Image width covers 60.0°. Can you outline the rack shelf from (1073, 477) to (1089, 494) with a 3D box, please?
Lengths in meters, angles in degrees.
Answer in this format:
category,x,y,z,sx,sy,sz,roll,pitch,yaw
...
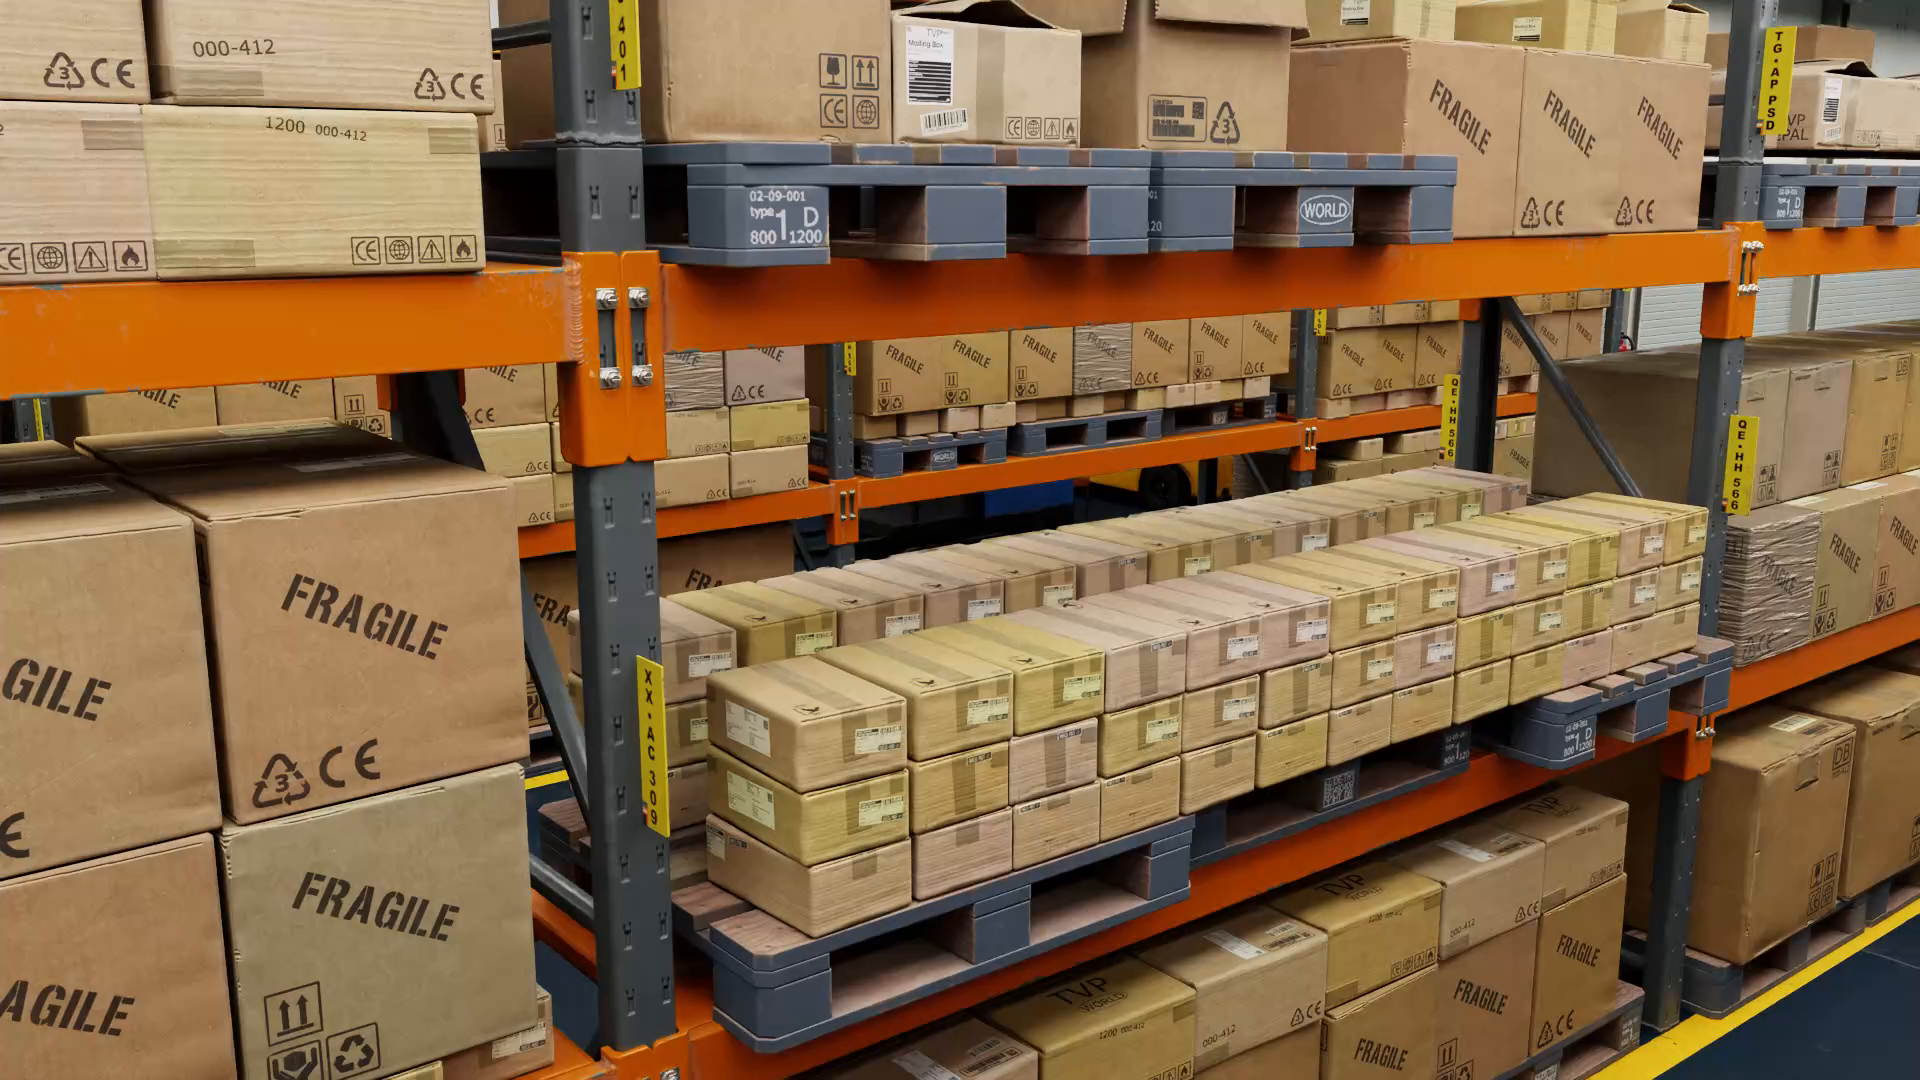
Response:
category,x,y,z,sx,sy,sz,roll,pitch,yaw
rack shelf,0.881,-0.479,14.750,0.480,0.148,0.258,-8,14,-38

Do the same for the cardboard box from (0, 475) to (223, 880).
category,x,y,z,sx,sy,sz,roll,pitch,yaw
cardboard box,-1.507,0.204,2.585,0.500,0.500,0.500,-10,16,-39

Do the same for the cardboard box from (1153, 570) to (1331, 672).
category,x,y,z,sx,sy,sz,roll,pitch,yaw
cardboard box,0.696,0.196,4.145,0.250,0.149,0.380,-9,15,-36

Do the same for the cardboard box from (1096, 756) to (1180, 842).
category,x,y,z,sx,sy,sz,roll,pitch,yaw
cardboard box,0.294,0.554,3.892,0.250,0.149,0.380,-9,15,-37

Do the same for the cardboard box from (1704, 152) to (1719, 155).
category,x,y,z,sx,sy,sz,roll,pitch,yaw
cardboard box,2.844,-1.667,6.500,0.500,0.311,0.500,-9,15,-38

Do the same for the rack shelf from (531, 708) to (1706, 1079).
category,x,y,z,sx,sy,sz,roll,pitch,yaw
rack shelf,0.653,0.807,4.840,4.000,0.370,1.077,-9,15,-38

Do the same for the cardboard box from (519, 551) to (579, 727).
category,x,y,z,sx,sy,sz,roll,pitch,yaw
cardboard box,-2.246,0.431,8.984,0.875,0.875,0.875,-9,15,-37

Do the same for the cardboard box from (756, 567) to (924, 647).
category,x,y,z,sx,sy,sz,roll,pitch,yaw
cardboard box,-0.304,0.189,4.180,0.250,0.149,0.380,-10,16,-39

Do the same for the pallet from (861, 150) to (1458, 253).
category,x,y,z,sx,sy,sz,roll,pitch,yaw
pallet,0.448,-0.859,4.184,1.003,0.211,1.213,-9,15,-38

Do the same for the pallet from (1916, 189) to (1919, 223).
category,x,y,z,sx,sy,sz,roll,pitch,yaw
pallet,3.556,-1.417,6.816,1.213,0.211,1.003,-9,15,-35

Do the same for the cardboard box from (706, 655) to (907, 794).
category,x,y,z,sx,sy,sz,roll,pitch,yaw
cardboard box,-0.313,0.364,3.354,0.250,0.149,0.380,-8,15,-35

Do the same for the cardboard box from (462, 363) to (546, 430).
category,x,y,z,sx,sy,sz,roll,pitch,yaw
cardboard box,-2.383,-0.827,8.155,0.500,0.500,0.500,-10,15,-39

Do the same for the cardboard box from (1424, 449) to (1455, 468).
category,x,y,z,sx,sy,sz,roll,pitch,yaw
cardboard box,3.613,-0.512,13.122,0.500,0.500,0.500,-8,15,-35

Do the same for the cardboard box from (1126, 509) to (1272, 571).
category,x,y,z,sx,sy,sz,roll,pitch,yaw
cardboard box,0.708,0.021,4.970,0.250,0.149,0.380,-9,15,-36

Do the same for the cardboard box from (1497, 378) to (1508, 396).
category,x,y,z,sx,sy,sz,roll,pitch,yaw
cardboard box,4.177,-1.249,13.395,0.250,0.149,0.380,-10,15,-38

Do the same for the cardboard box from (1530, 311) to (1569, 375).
category,x,y,z,sx,sy,sz,roll,pitch,yaw
cardboard box,4.645,-1.648,13.710,0.500,0.500,0.500,-9,15,-38

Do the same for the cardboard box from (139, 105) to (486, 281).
category,x,y,z,sx,sy,sz,roll,pitch,yaw
cardboard box,-1.123,-0.572,2.741,0.500,0.250,0.500,-9,15,-36

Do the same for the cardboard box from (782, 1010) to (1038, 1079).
category,x,y,z,sx,sy,sz,roll,pitch,yaw
cardboard box,-0.166,1.312,3.931,0.500,0.250,0.500,-10,16,-40

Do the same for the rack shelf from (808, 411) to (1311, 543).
category,x,y,z,sx,sy,sz,roll,pitch,yaw
rack shelf,0.606,-0.502,11.004,4.000,0.370,1.077,-9,15,-38

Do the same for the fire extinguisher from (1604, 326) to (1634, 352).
category,x,y,z,sx,sy,sz,roll,pitch,yaw
fire extinguisher,5.668,-1.535,14.322,0.183,0.674,0.296,-9,15,-38

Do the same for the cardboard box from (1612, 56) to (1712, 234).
category,x,y,z,sx,sy,sz,roll,pitch,yaw
cardboard box,1.928,-1.206,5.123,0.500,0.500,0.500,-9,15,-38

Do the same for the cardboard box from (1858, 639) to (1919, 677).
category,x,y,z,sx,sy,sz,roll,pitch,yaw
cardboard box,4.154,0.791,7.588,0.750,0.750,1.050,-9,15,-38

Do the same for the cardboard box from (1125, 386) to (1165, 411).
category,x,y,z,sx,sy,sz,roll,pitch,yaw
cardboard box,1.132,-0.955,10.996,0.250,0.149,0.380,-9,15,-38

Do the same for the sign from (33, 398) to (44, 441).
category,x,y,z,sx,sy,sz,roll,pitch,yaw
sign,-3.732,-0.448,6.742,0.005,0.325,0.100,-9,15,-38

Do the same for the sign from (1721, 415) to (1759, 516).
category,x,y,z,sx,sy,sz,roll,pitch,yaw
sign,2.562,-0.246,5.467,0.005,0.325,0.100,-9,15,-38

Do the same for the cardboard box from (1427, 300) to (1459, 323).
category,x,y,z,sx,sy,sz,roll,pitch,yaw
cardboard box,3.468,-1.943,12.691,0.500,0.500,0.700,-10,15,-39

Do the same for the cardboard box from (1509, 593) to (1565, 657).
category,x,y,z,sx,sy,sz,roll,pitch,yaw
cardboard box,1.507,0.207,4.810,0.250,0.149,0.380,-9,15,-38

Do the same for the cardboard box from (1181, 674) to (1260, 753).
category,x,y,z,sx,sy,sz,roll,pitch,yaw
cardboard box,0.501,0.373,4.028,0.250,0.149,0.380,-9,15,-35

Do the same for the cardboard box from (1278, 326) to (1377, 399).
category,x,y,z,sx,sy,sz,roll,pitch,yaw
cardboard box,2.685,-1.320,12.166,0.500,0.500,0.500,-9,15,-38

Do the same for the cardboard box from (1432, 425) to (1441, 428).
category,x,y,z,sx,sy,sz,roll,pitch,yaw
cardboard box,4.064,-0.728,14.140,0.500,0.500,0.500,-10,16,-40

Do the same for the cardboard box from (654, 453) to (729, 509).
category,x,y,z,sx,sy,sz,roll,pitch,yaw
cardboard box,-1.578,-0.345,8.891,0.500,0.250,0.500,-9,15,-37

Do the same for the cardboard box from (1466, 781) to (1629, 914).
category,x,y,z,sx,sy,sz,roll,pitch,yaw
cardboard box,1.845,0.977,5.508,0.500,0.250,0.500,-10,15,-39

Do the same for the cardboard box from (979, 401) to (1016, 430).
category,x,y,z,sx,sy,sz,roll,pitch,yaw
cardboard box,0.126,-0.781,10.178,0.250,0.149,0.380,-9,15,-37

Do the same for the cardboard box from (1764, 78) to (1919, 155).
category,x,y,z,sx,sy,sz,roll,pitch,yaw
cardboard box,3.309,-1.576,6.218,0.500,0.250,0.500,-9,15,-36

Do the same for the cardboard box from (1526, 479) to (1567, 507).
category,x,y,z,sx,sy,sz,roll,pitch,yaw
cardboard box,2.399,0.044,6.458,0.500,0.500,0.500,-9,15,-38

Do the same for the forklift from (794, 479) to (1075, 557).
category,x,y,z,sx,sy,sz,roll,pitch,yaw
forklift,-0.471,-1.337,13.369,3.031,2.935,1.130,-10,16,-39

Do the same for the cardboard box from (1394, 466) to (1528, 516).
category,x,y,z,sx,sy,sz,roll,pitch,yaw
cardboard box,1.730,-0.149,5.772,0.250,0.149,0.380,-9,15,-38

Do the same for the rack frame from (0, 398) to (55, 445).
category,x,y,z,sx,sy,sz,roll,pitch,yaw
rack frame,-4.079,-0.076,7.263,0.127,3.000,1.000,-9,15,-38

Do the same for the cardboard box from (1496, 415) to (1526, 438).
category,x,y,z,sx,sy,sz,roll,pitch,yaw
cardboard box,4.385,-0.940,13.577,0.250,0.149,0.380,-9,15,-37

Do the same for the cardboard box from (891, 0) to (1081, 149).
category,x,y,z,sx,sy,sz,roll,pitch,yaw
cardboard box,-0.090,-0.995,3.575,0.500,0.311,0.500,-10,15,-38

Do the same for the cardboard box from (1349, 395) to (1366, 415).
category,x,y,z,sx,sy,sz,roll,pitch,yaw
cardboard box,2.779,-1.021,12.319,0.250,0.149,0.380,-9,15,-36

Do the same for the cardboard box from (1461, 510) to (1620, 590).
category,x,y,z,sx,sy,sz,roll,pitch,yaw
cardboard box,1.717,0.026,4.947,0.250,0.149,0.380,-9,15,-36

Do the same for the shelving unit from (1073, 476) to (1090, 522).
category,x,y,z,sx,sy,sz,roll,pitch,yaw
shelving unit,0.885,-0.740,14.698,0.503,1.200,0.258,-8,14,-38

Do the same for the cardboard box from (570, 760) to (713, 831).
category,x,y,z,sx,sy,sz,roll,pitch,yaw
cardboard box,-0.722,0.548,3.920,0.250,0.149,0.380,-10,15,-39

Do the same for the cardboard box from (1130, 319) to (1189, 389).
category,x,y,z,sx,sy,sz,roll,pitch,yaw
cardboard box,1.157,-1.286,10.994,0.500,0.500,0.500,-9,15,-36

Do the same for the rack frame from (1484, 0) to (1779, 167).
category,x,y,z,sx,sy,sz,roll,pitch,yaw
rack frame,2.215,-2.739,5.365,0.127,3.000,1.000,-9,15,-38

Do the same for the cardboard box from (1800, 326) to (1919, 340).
category,x,y,z,sx,sy,sz,roll,pitch,yaw
cardboard box,4.159,-0.664,7.386,0.500,0.500,0.700,-9,15,-37

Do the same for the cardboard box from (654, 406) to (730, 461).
category,x,y,z,sx,sy,sz,roll,pitch,yaw
cardboard box,-1.574,-0.595,8.865,0.500,0.250,0.500,-10,16,-39

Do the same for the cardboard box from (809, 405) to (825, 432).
category,x,y,z,sx,sy,sz,roll,pitch,yaw
cardboard box,-0.847,-0.758,10.070,0.250,0.149,0.380,-9,15,-36

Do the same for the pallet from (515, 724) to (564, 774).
category,x,y,z,sx,sy,sz,roll,pitch,yaw
pallet,-2.571,1.017,8.831,1.213,0.211,1.003,-9,15,-38

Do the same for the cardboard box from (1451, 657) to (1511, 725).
category,x,y,z,sx,sy,sz,roll,pitch,yaw
cardboard box,1.315,0.384,4.695,0.250,0.149,0.380,-10,16,-40

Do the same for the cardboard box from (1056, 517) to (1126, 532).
category,x,y,z,sx,sy,sz,roll,pitch,yaw
cardboard box,1.200,0.129,11.616,0.625,0.372,0.950,-8,15,-34
